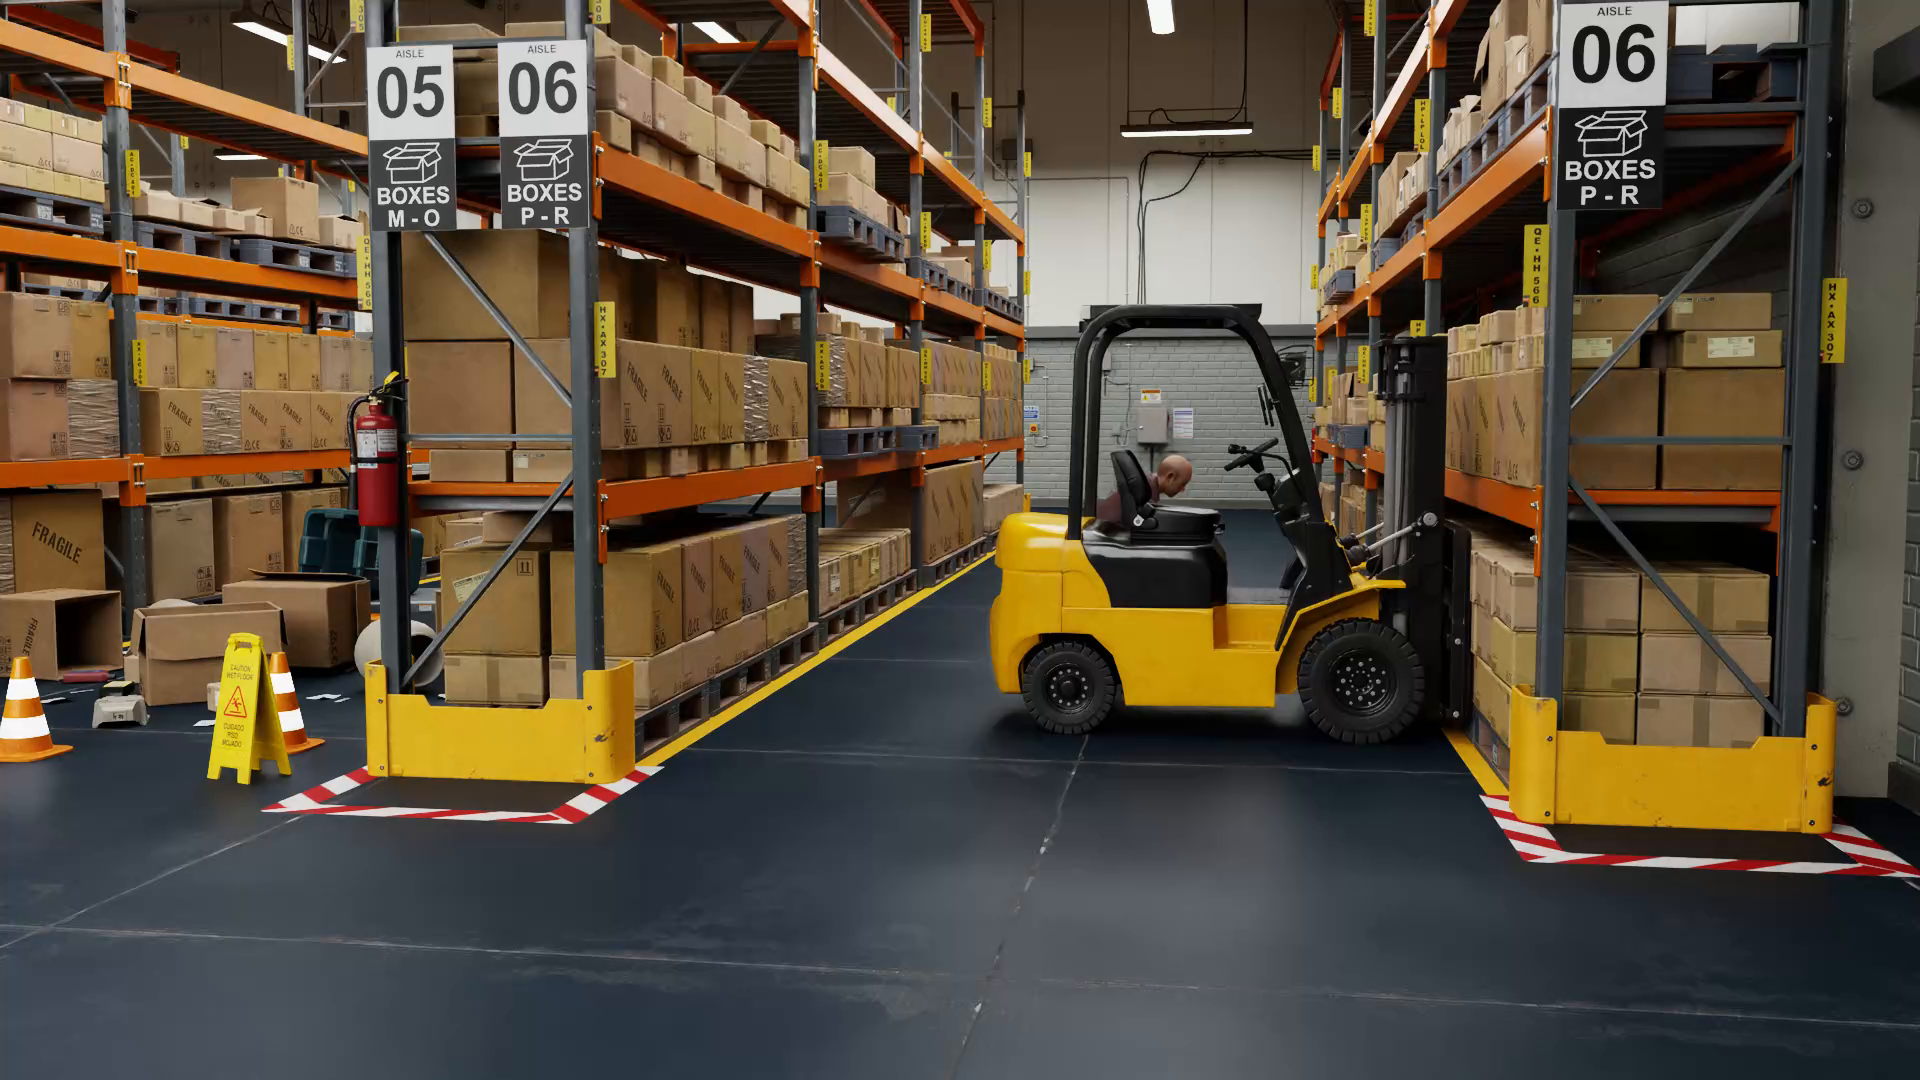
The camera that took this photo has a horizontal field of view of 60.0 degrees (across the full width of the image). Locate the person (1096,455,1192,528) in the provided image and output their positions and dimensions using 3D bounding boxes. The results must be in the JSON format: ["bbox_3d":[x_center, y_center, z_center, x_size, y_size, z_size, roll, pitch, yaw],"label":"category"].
[{"bbox_3d":[1.072,0.145,10.433,0.752,1.363,0.633,1,4,9],"label":"person"}]
